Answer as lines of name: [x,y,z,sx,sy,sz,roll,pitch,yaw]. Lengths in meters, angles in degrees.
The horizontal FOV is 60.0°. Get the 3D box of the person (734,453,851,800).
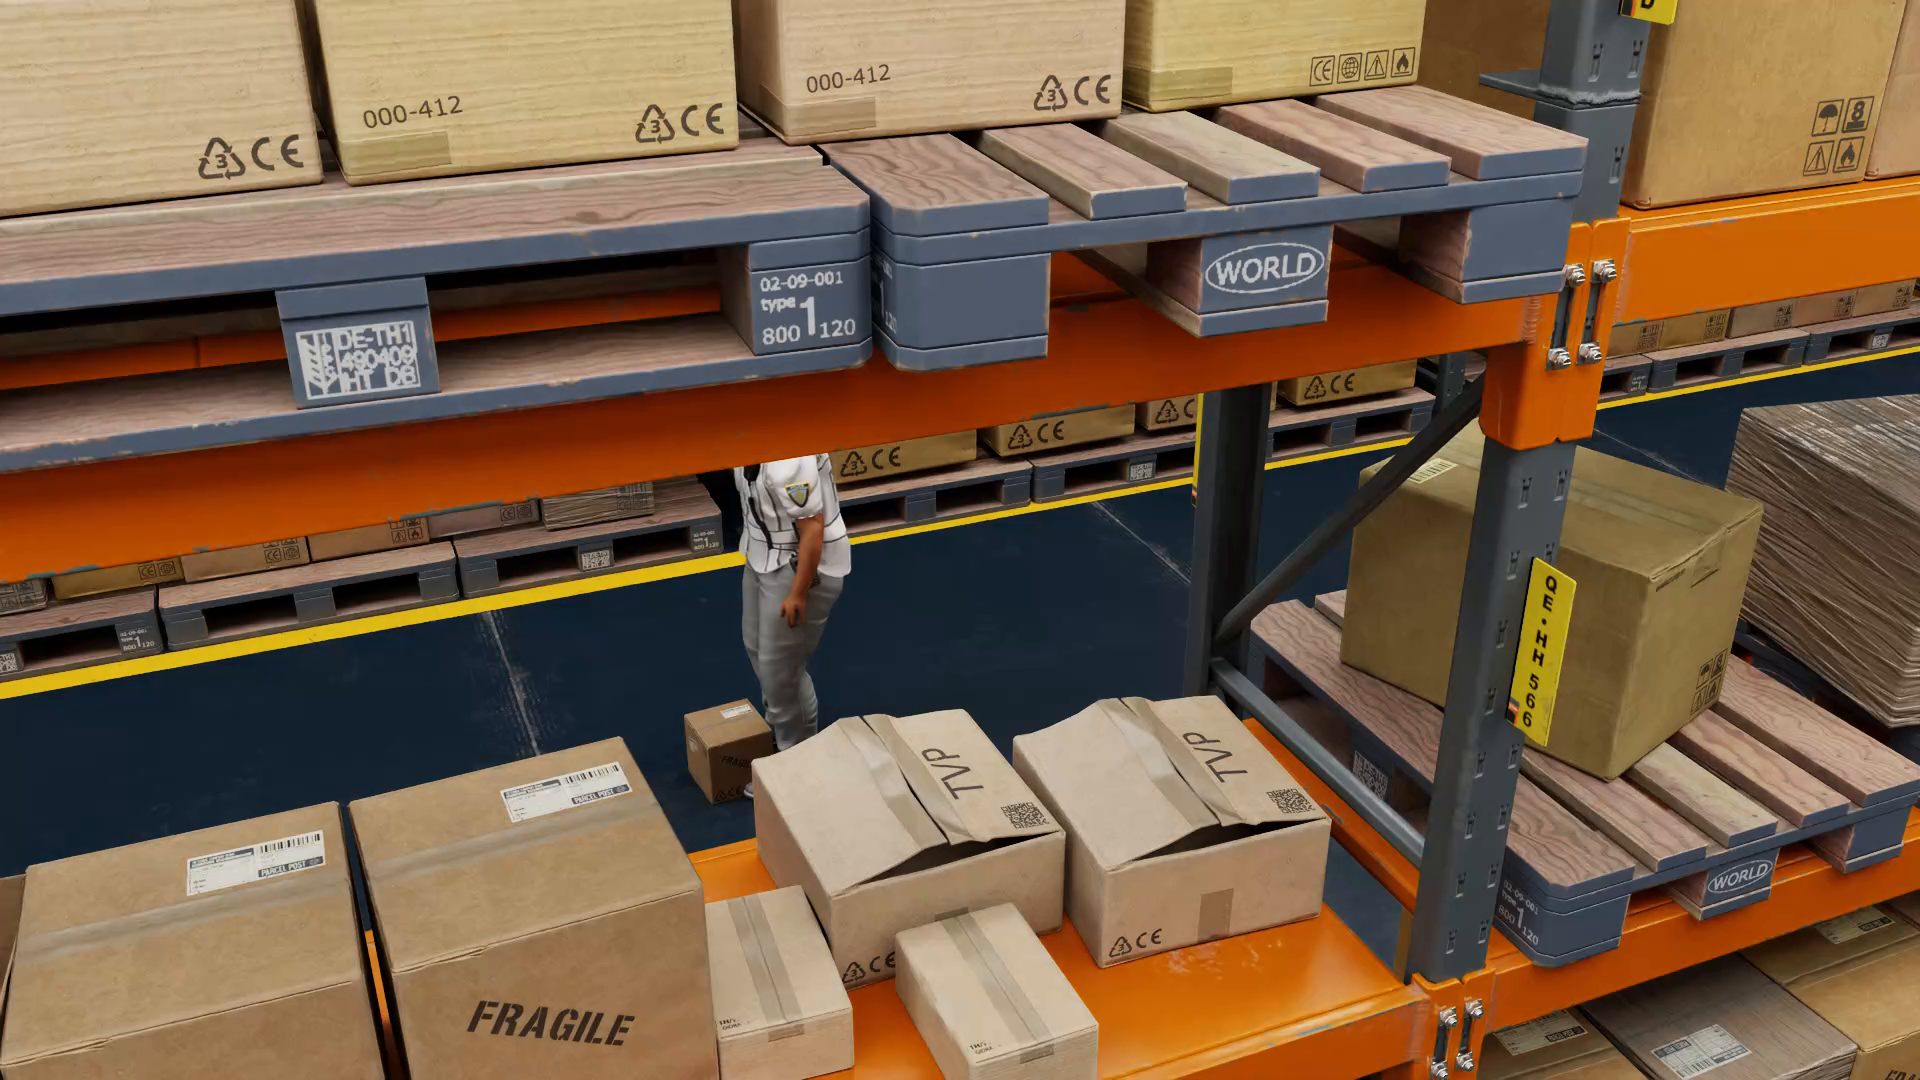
person: [-0.643,0.102,5.897,0.469,1.665,0.537,-11,28,-21]
